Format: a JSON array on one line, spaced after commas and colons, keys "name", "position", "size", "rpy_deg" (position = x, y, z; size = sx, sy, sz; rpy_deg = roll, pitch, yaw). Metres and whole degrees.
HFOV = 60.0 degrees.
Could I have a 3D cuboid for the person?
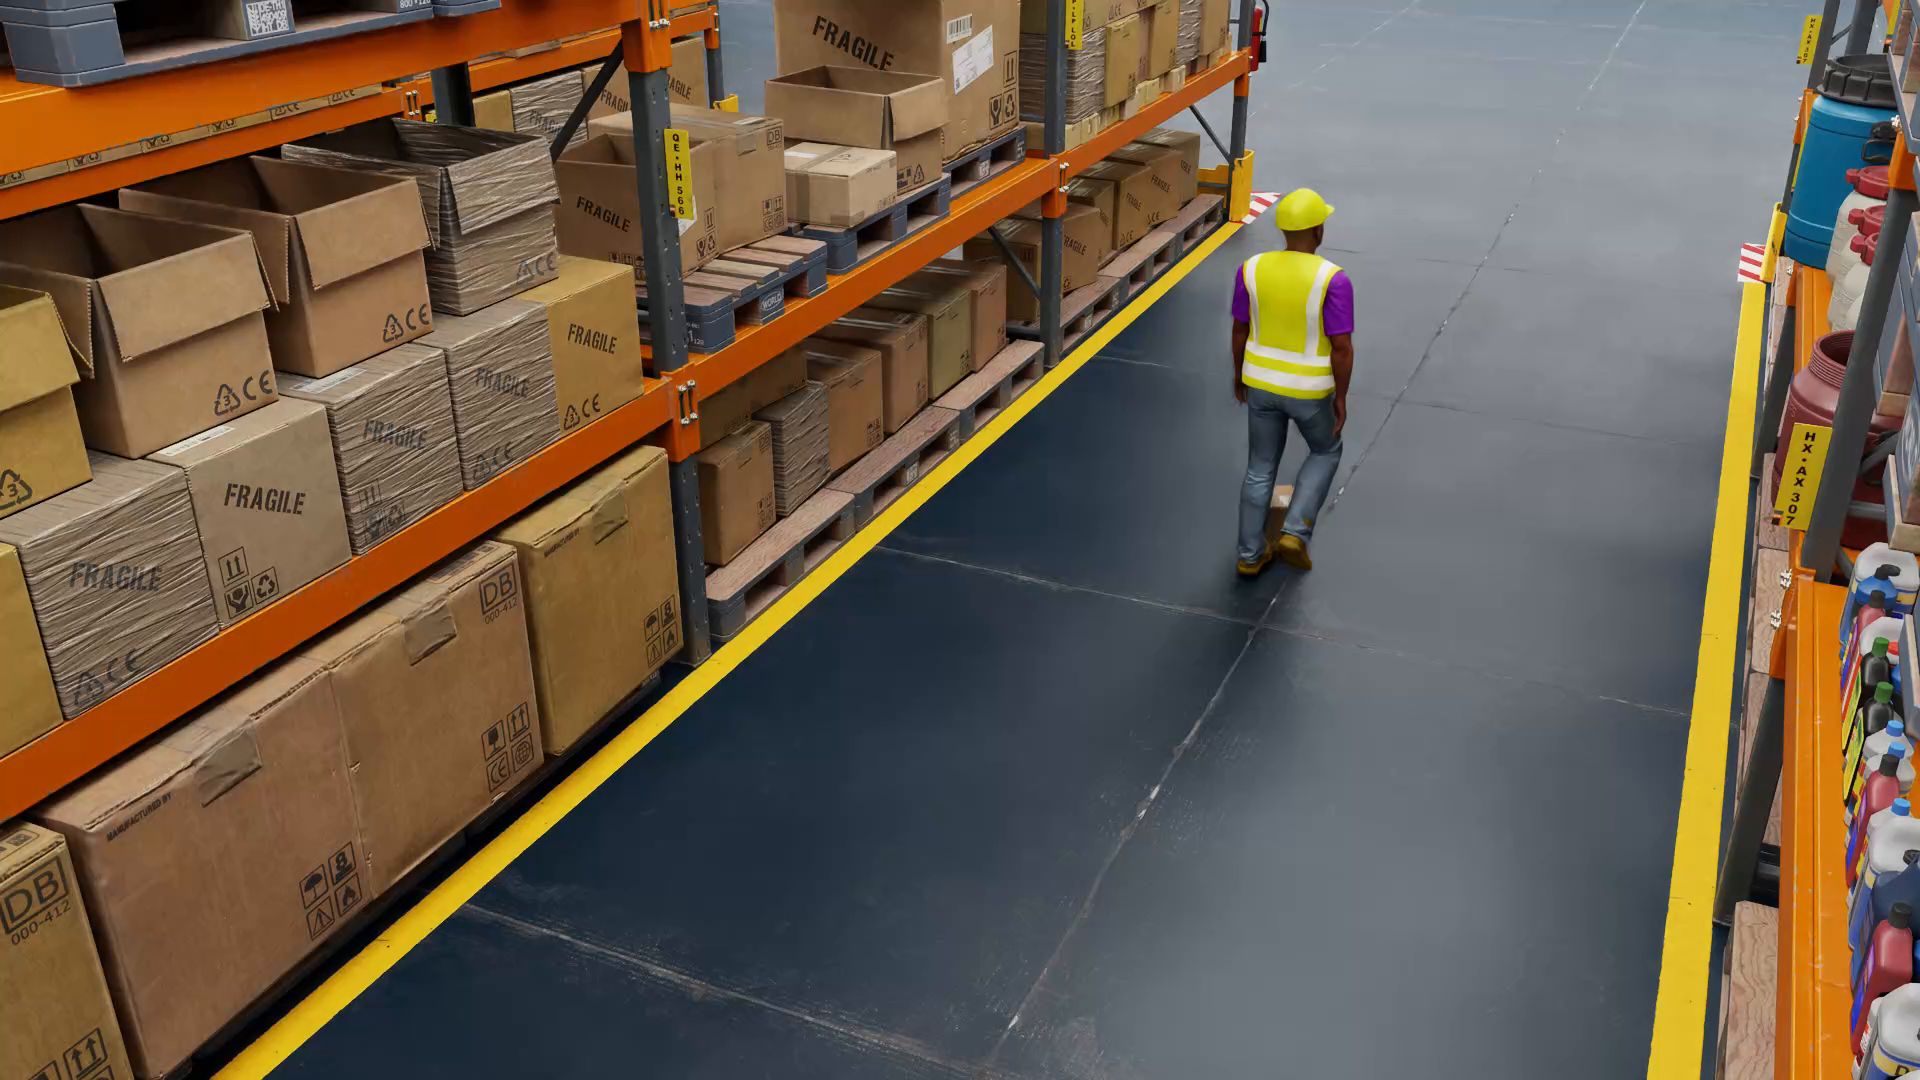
[{"name": "person", "position": [1.481, -0.683, 7.454], "size": [0.606, 1.782, 0.495], "rpy_deg": [16, 30, 29]}]
